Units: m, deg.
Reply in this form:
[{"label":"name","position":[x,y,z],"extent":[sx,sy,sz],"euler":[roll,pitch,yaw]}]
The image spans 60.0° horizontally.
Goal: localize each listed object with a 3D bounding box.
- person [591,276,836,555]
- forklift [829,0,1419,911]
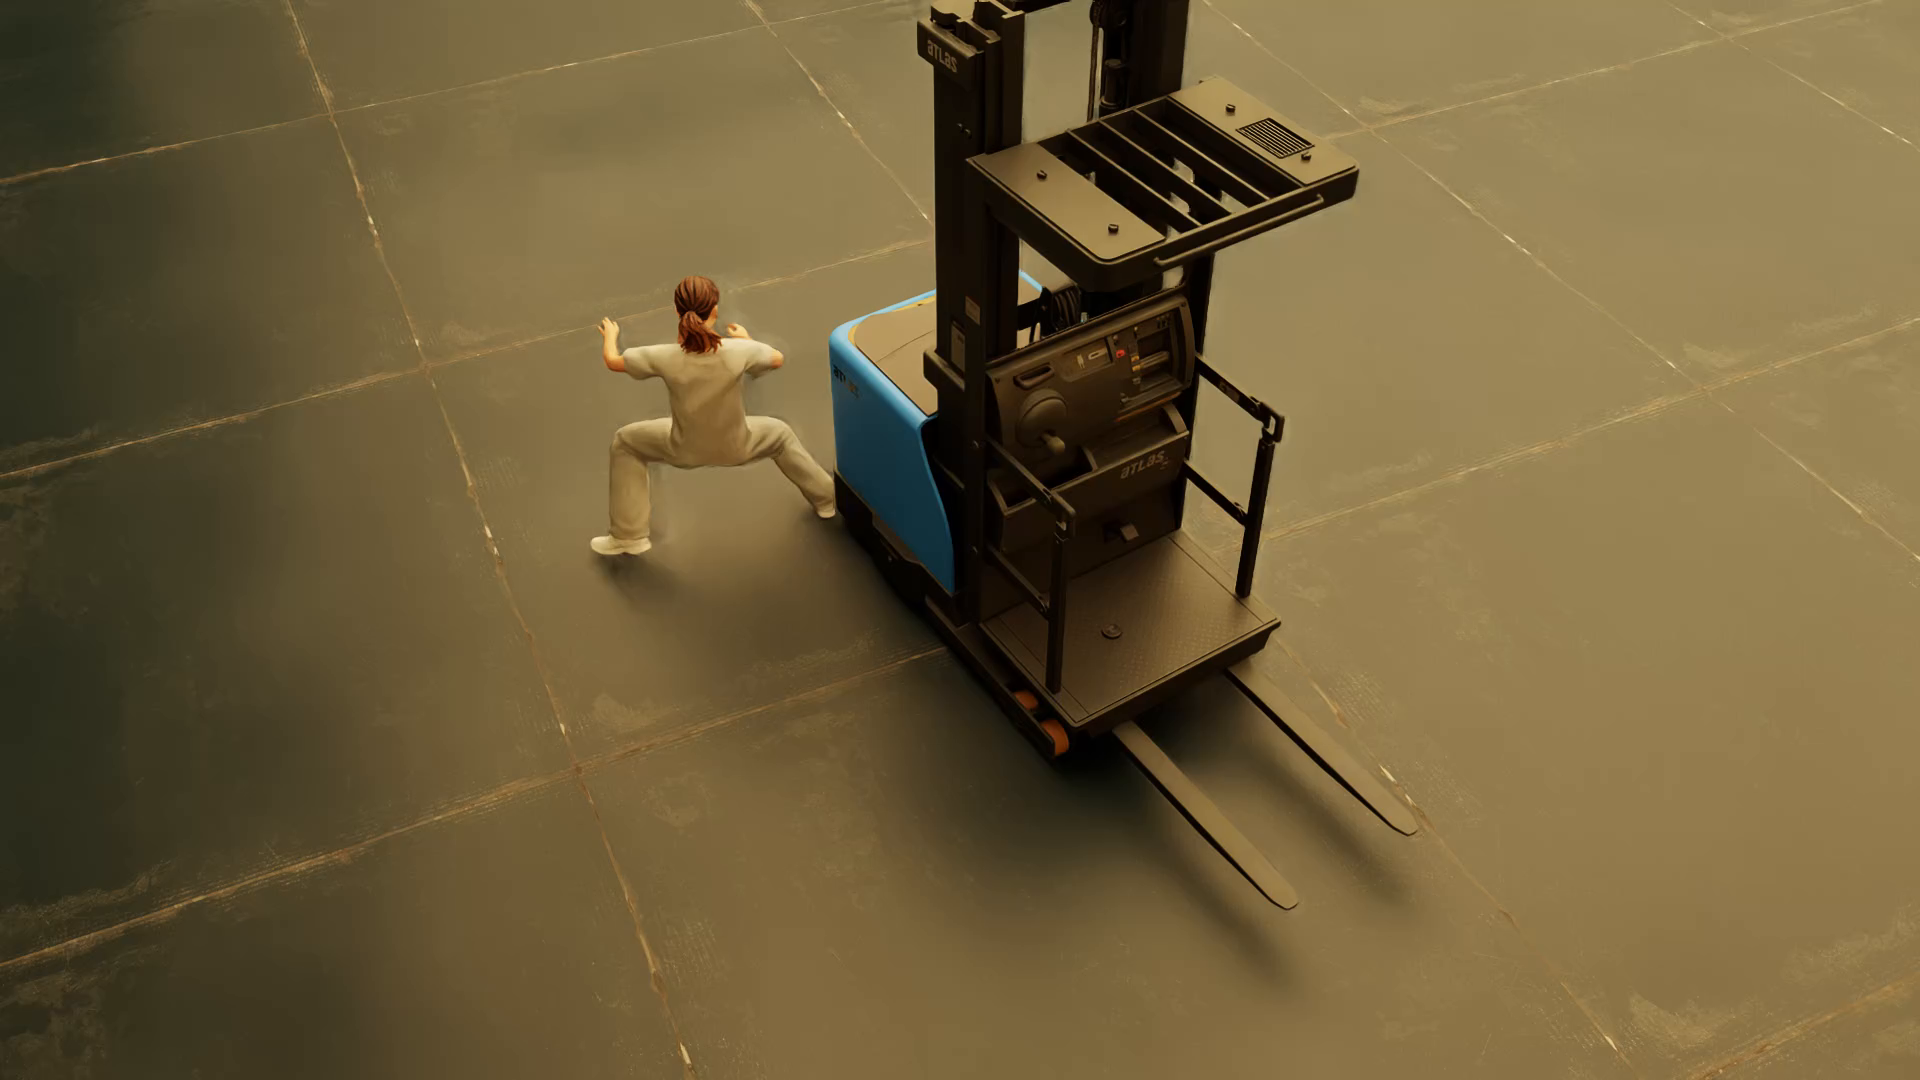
[{"label":"person","position":[-1.148,-0.580,7.386],"extent":[1.158,1.465,0.620],"euler":[-4,43,-5]},{"label":"forklift","position":[0.639,-0.547,6.266],"extent":[1.130,2.935,3.031],"euler":[-24,48,-24]}]
